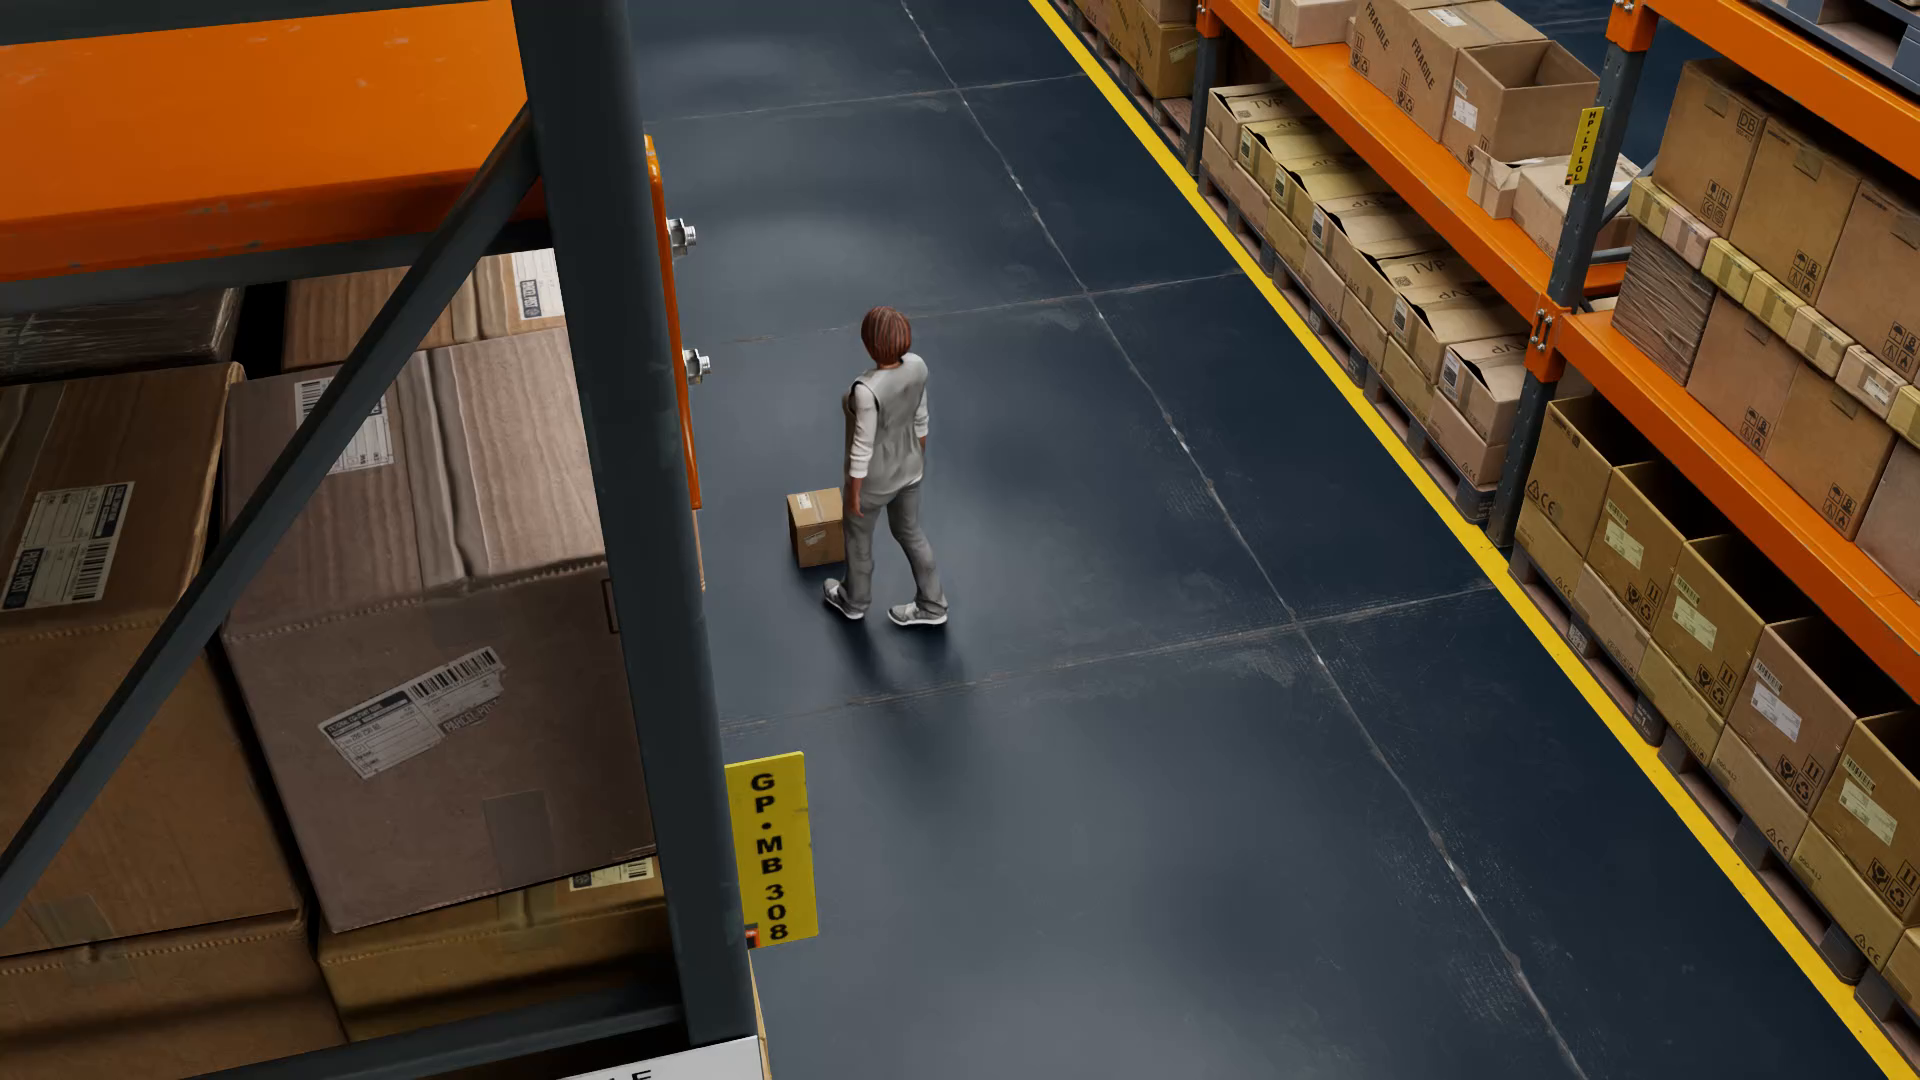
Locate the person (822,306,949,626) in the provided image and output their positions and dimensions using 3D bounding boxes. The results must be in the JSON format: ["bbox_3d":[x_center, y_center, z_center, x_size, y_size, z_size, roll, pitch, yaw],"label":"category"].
[{"bbox_3d":[-0.348,-0.297,7.019,0.599,1.591,0.426,30,48,32],"label":"person"}]
